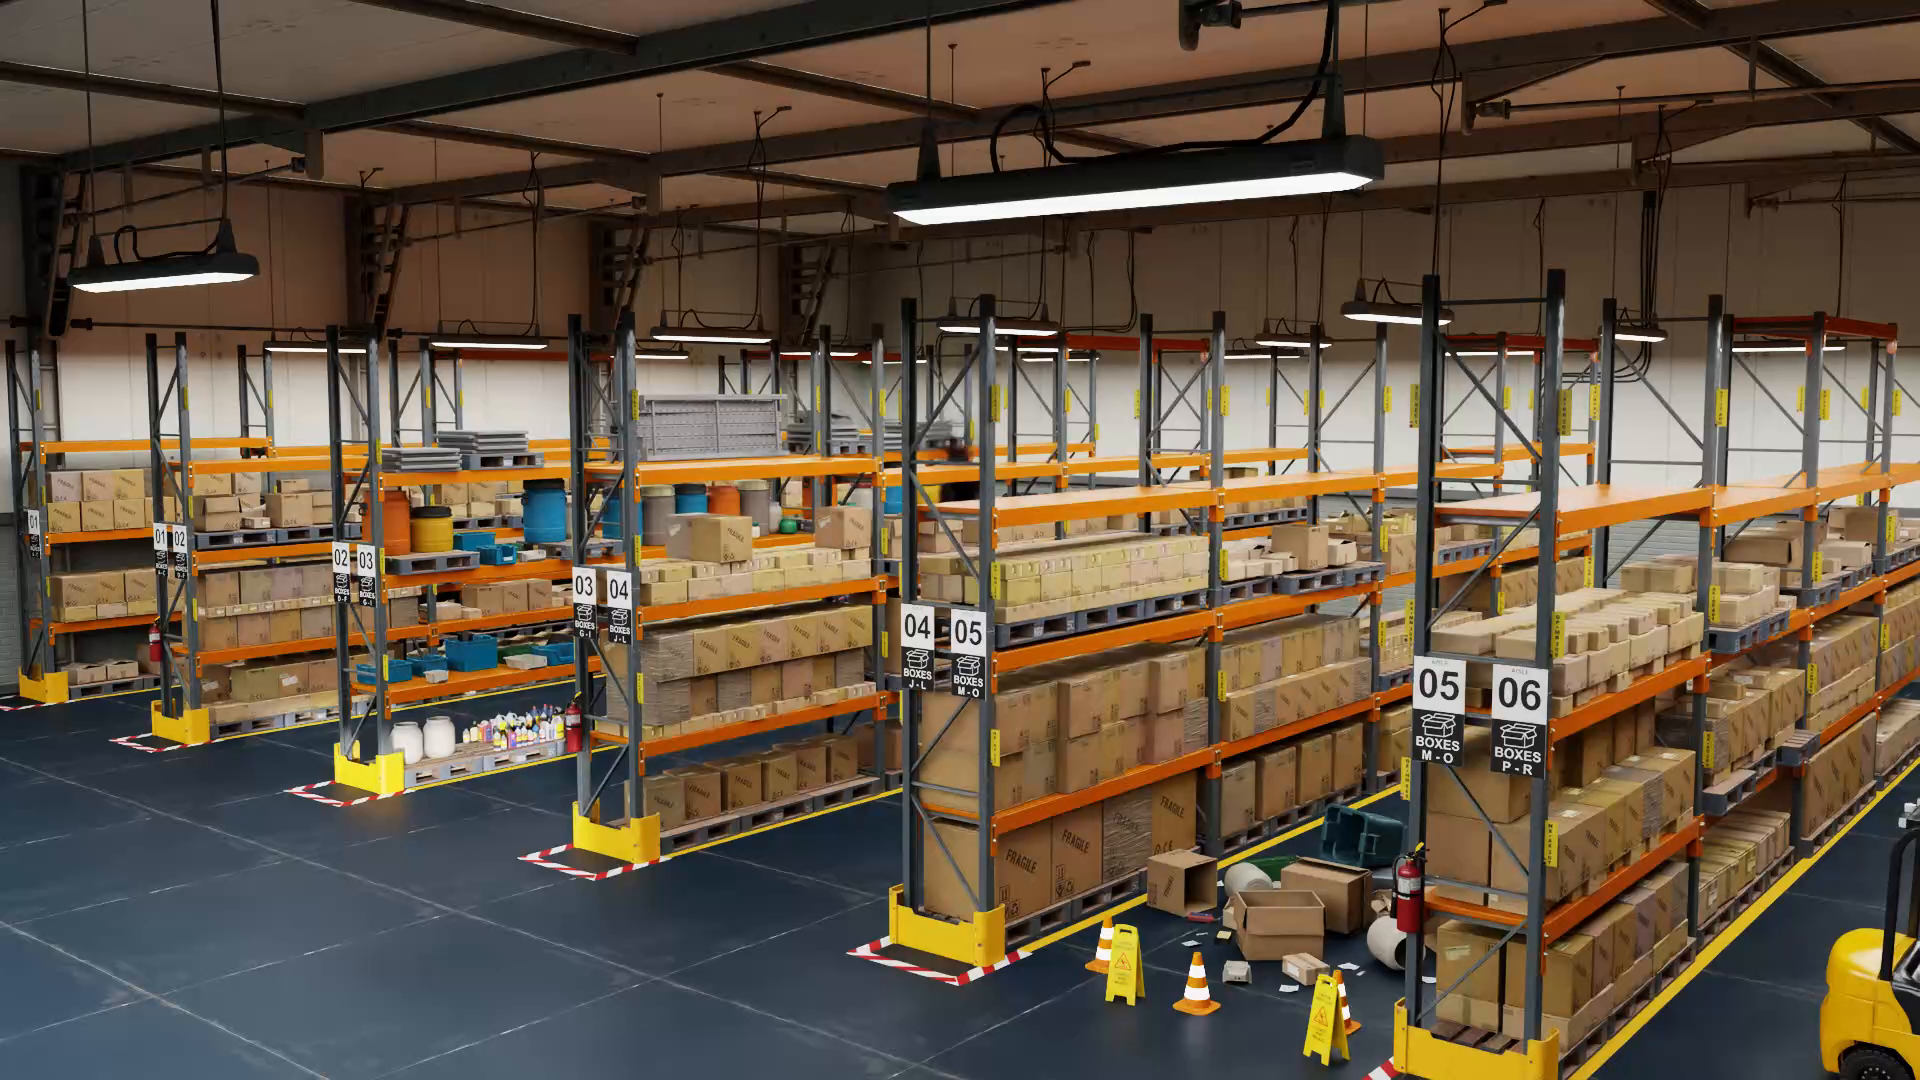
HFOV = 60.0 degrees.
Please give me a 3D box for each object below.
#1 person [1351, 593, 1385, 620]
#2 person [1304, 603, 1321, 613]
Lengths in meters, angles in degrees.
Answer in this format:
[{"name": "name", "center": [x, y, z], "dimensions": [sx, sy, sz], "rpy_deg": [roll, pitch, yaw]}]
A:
[{"name": "person", "center": [7.248, 1.708, 29.455], "dimensions": [0.634, 1.603, 0.593], "rpy_deg": [3, 6, 27]}, {"name": "person", "center": [6.737, 1.453, 32.129], "dimensions": [0.571, 1.703, 0.676], "rpy_deg": [-4, 7, -41]}]
